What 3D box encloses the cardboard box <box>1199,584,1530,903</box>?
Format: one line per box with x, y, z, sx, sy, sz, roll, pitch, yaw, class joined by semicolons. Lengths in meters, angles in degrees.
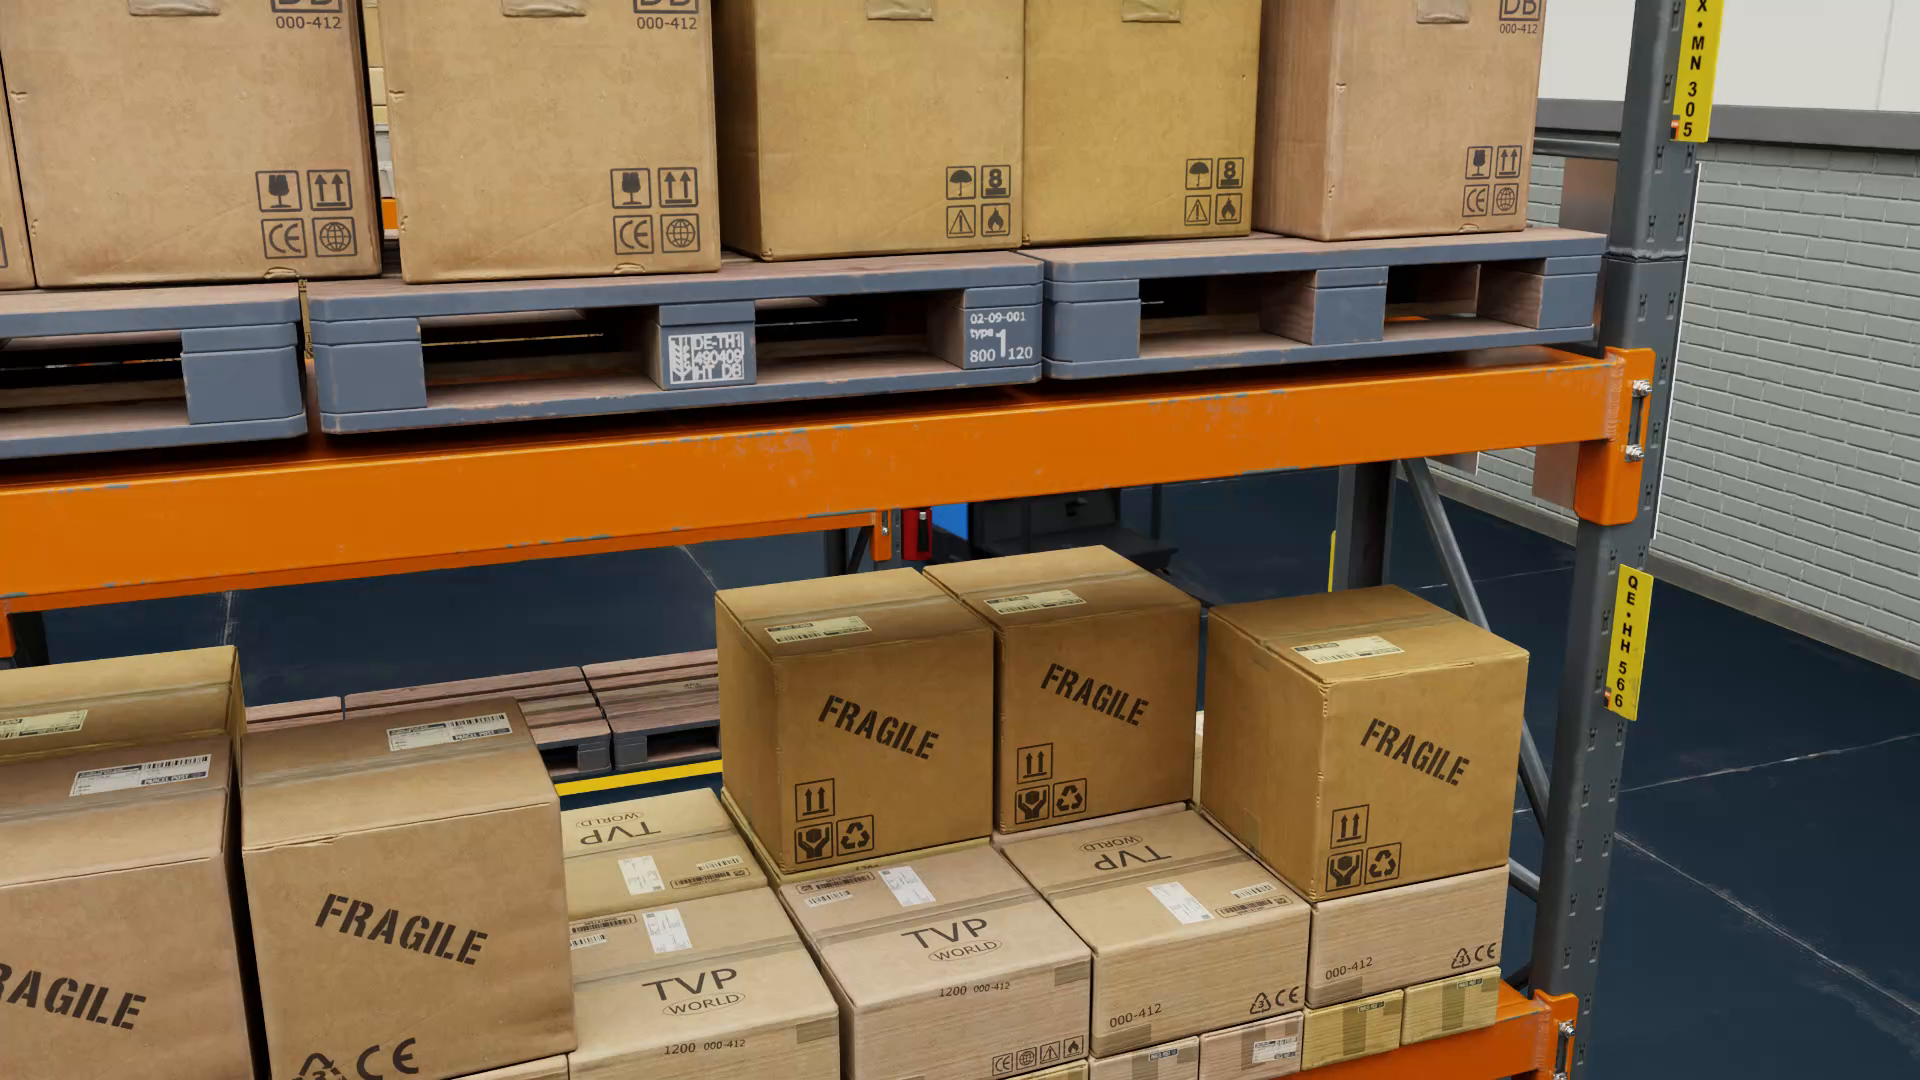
0.883;0.432;3.711;0.500;0.500;0.500;-6;17;-19;cardboard box

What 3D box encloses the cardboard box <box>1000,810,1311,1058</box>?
0.412;0.843;3.642;0.500;0.250;0.500;-6;18;-21;cardboard box

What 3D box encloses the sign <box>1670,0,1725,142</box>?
1.425;-0.938;3.213;0.005;0.325;0.100;-6;17;-20;sign

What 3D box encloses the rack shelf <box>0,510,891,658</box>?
-2.396;-0.012;8.092;4.000;0.370;1.077;-6;17;-20;rack shelf

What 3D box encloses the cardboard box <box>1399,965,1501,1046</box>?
1.029;0.987;3.858;0.250;0.149;0.380;-6;17;-19;cardboard box

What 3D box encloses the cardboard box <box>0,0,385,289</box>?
-1.279;-0.737;2.860;0.500;0.500;0.700;-5;17;-17;cardboard box

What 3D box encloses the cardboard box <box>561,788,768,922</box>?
-0.740;0.809;3.759;0.500;0.250;0.500;-7;18;-21;cardboard box

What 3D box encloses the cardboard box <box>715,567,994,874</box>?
-0.250;0.395;3.836;0.500;0.500;0.500;-7;18;-22;cardboard box

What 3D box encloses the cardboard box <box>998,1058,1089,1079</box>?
0.076;1.091;3.506;0.250;0.149;0.380;-7;18;-21;cardboard box

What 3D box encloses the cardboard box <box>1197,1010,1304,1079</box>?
0.551;1.039;3.682;0.250;0.149;0.380;-6;17;-20;cardboard box

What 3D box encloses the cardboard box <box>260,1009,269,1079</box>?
-1.493;1.050;2.939;0.500;0.250;0.500;-6;17;-20;cardboard box

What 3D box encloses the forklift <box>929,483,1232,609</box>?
0.710;-1.065;10.521;1.130;2.935;3.031;-9;19;-28;forklift

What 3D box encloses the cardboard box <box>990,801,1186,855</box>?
0.216;0.705;4.112;0.500;0.250;0.500;-6;18;-21;cardboard box

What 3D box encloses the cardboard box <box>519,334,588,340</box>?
-3.102;-1.740;12.524;0.500;0.500;0.500;-6;17;-20;cardboard box

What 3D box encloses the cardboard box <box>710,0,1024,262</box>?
-0.257;-0.836;3.197;0.500;0.500;0.700;-7;18;-24;cardboard box

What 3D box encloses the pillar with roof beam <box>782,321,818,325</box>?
-0.322;-5.411;14.554;0.400;9.000;9.100;-6;17;-20;pillar with roof beam

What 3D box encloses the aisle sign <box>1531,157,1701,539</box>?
1.418;-0.431;3.630;0.004;0.787;0.394;-6;17;-20;aisle sign

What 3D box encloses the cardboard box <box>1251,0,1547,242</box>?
0.777;-0.926;3.503;0.500;0.500;0.700;-7;18;-23;cardboard box

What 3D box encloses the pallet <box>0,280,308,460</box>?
-1.724;-0.329;2.728;1.213;0.211;1.003;-6;17;-20;pallet

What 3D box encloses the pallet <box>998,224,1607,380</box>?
0.554;-0.575;3.566;1.213;0.211;1.003;-6;17;-20;pallet

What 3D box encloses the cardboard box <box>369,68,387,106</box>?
-4.086;-3.199;11.722;0.500;0.250;0.500;-6;17;-20;cardboard box

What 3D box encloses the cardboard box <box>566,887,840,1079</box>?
-0.548;0.948;3.284;0.500;0.250;0.500;-6;17;-20;cardboard box

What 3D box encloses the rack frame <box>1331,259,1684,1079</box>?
1.243;0.744;4.240;0.127;3.000;1.000;-6;17;-20;rack frame

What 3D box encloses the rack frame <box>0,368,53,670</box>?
-4.264;-0.156;7.304;0.127;3.000;1.000;-6;17;-20;rack frame

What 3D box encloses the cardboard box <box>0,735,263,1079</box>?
-1.490;0.688;2.838;0.500;0.500;0.500;-6;17;-20;cardboard box

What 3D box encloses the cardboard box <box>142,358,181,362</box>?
-5.460;-1.487;11.660;0.500;0.500;0.500;-6;17;-19;cardboard box

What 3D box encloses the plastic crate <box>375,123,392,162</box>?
-2.709;-1.799;7.787;0.530;0.282;0.437;-6;17;-20;plastic crate

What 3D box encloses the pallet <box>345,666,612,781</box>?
-2.450;0.974;8.407;1.213;0.211;1.003;-6;17;-20;pallet

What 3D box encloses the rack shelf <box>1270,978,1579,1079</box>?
-0.624;1.291;3.655;4.000;0.370;1.077;-6;17;-20;rack shelf

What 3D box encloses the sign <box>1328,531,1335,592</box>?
1.050;0.144;4.606;0.005;0.325;0.100;-6;17;-20;sign

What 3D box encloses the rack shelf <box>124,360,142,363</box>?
-4.165;-1.316;12.532;4.000;0.370;1.077;-6;17;-20;rack shelf

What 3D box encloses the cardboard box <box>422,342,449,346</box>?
-4.040;-1.641;12.185;0.500;0.500;0.500;-6;18;-21;cardboard box

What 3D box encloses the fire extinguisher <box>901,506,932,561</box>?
-0.225;-0.238;8.386;0.183;0.674;0.296;-6;17;-20;fire extinguisher
